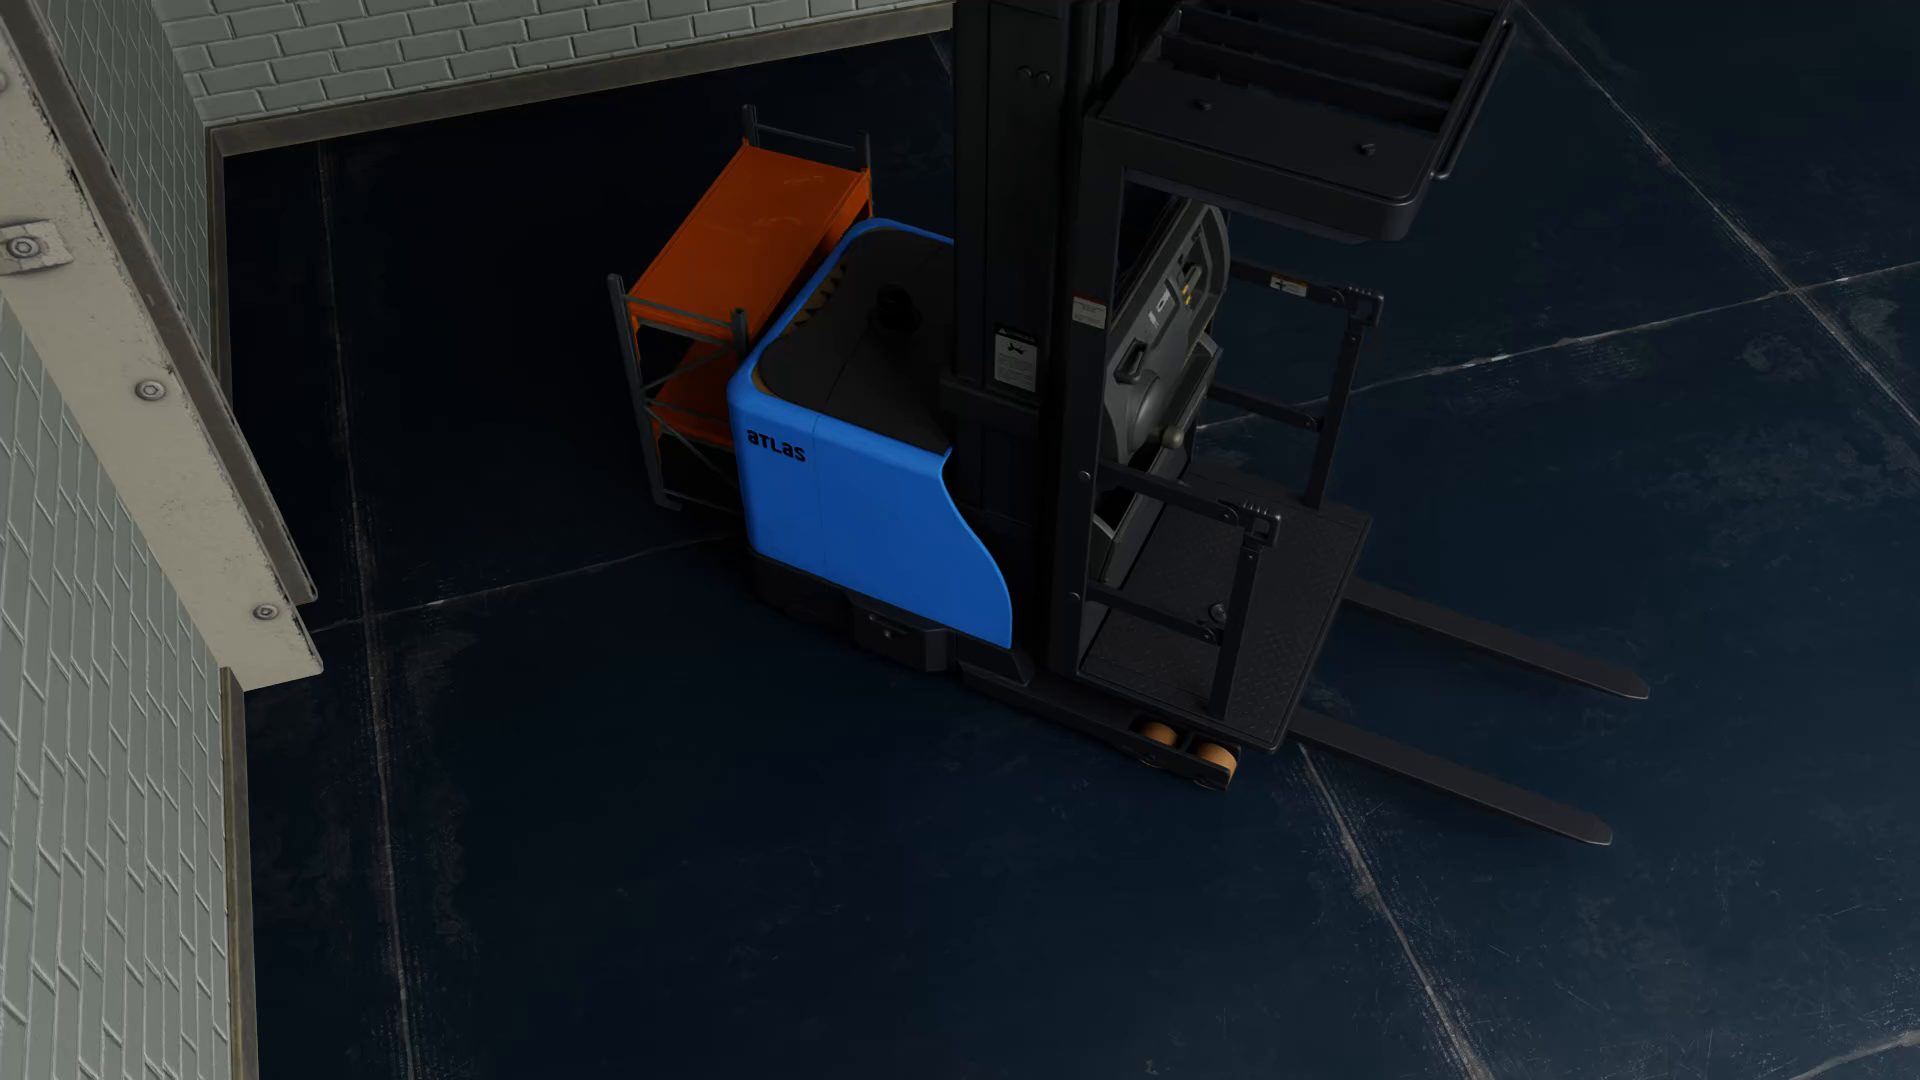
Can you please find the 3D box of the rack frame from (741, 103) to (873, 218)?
[{"bbox_3d":[-0.567,-1.171,6.501,0.500,1.125,0.032,16,52,13],"label":"rack frame"}]

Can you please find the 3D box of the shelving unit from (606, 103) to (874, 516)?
[{"bbox_3d":[-0.751,-0.808,6.196,0.538,1.125,1.048,16,52,13],"label":"shelving unit"}]

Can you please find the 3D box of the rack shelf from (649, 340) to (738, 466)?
[{"bbox_3d":[-0.751,-0.651,6.383,0.538,0.278,1.000,16,52,13],"label":"rack shelf"}]

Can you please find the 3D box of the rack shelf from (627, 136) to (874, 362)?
[{"bbox_3d":[-0.751,-0.997,5.972,0.538,0.278,1.000,16,52,13],"label":"rack shelf"}]

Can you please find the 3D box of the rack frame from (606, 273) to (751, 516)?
[{"bbox_3d":[-0.934,-0.446,5.890,0.500,1.125,0.032,16,52,13],"label":"rack frame"}]

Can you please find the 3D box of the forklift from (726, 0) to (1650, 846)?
[{"bbox_3d":[0.794,-0.582,4.824,3.031,2.935,1.130,20,53,16],"label":"forklift"}]

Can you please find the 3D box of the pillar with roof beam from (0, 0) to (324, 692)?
[{"bbox_3d":[1.665,-3.517,3.329,9.100,9.000,0.400,-13,51,-11],"label":"pillar with roof beam"}]
